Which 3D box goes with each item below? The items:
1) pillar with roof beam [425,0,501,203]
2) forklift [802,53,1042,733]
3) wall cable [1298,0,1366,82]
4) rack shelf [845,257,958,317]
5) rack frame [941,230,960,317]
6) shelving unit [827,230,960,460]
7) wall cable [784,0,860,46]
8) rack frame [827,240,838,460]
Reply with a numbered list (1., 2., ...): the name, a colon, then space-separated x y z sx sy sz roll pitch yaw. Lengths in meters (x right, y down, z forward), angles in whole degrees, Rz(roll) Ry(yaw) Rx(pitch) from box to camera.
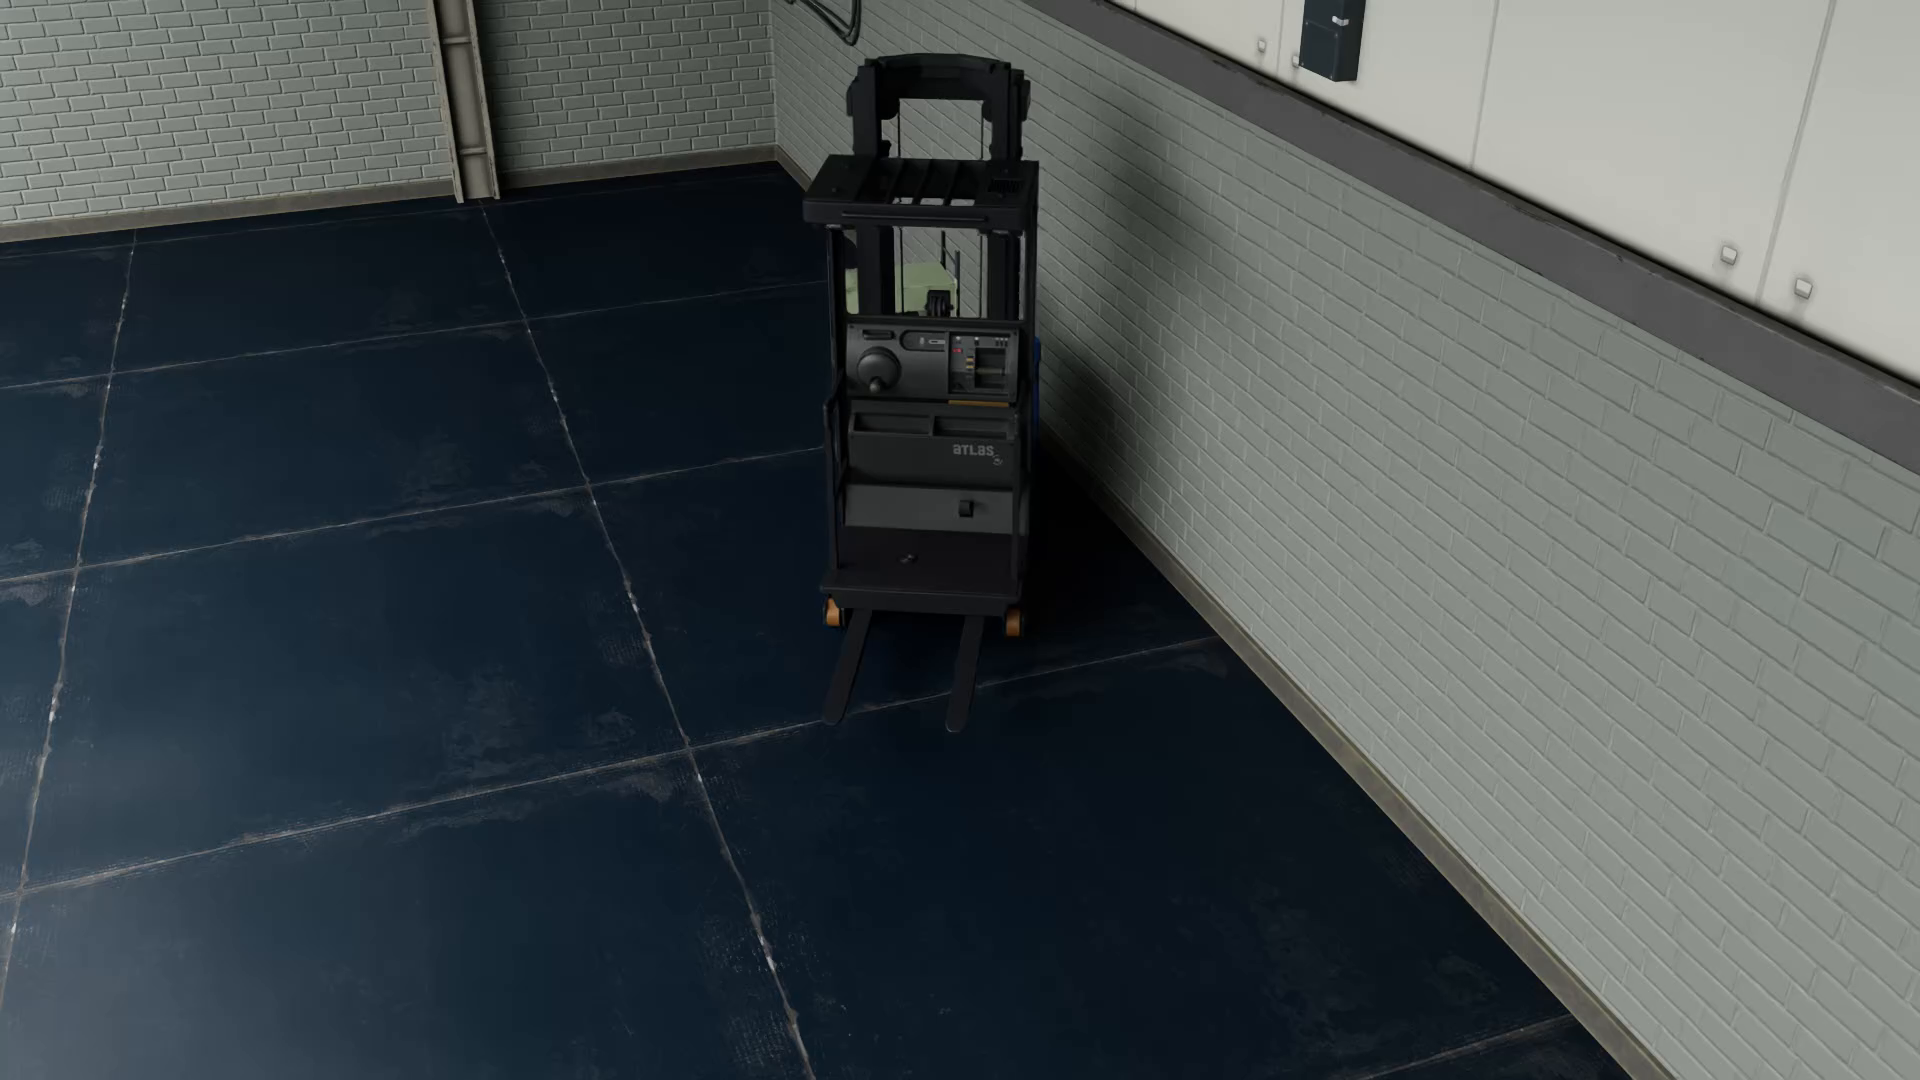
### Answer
1. pillar with roof beam: -3.099 -5.195 10.128 0.400 9.000 9.100 -10 31 -18
2. forklift: -0.167 -0.915 8.746 1.130 2.935 3.031 3 30 5
3. wall cable: 1.917 -4.157 4.872 0.169 6.003 2.305 -10 31 -18
4. rack shelf: -0.414 -1.503 10.436 0.720 0.370 0.431 -7 30 -12
5. rack frame: -0.060 -1.209 10.708 0.023 1.500 0.400 -7 30 -12
6. shelving unit: -0.414 -1.164 10.629 0.755 1.500 0.431 -7 30 -12
7. wall cable: -1.378 -5.738 14.218 0.112 2.526 3.097 -10 31 -18
8. rack frame: -0.769 -1.119 10.550 0.023 1.500 0.400 -7 30 -12
